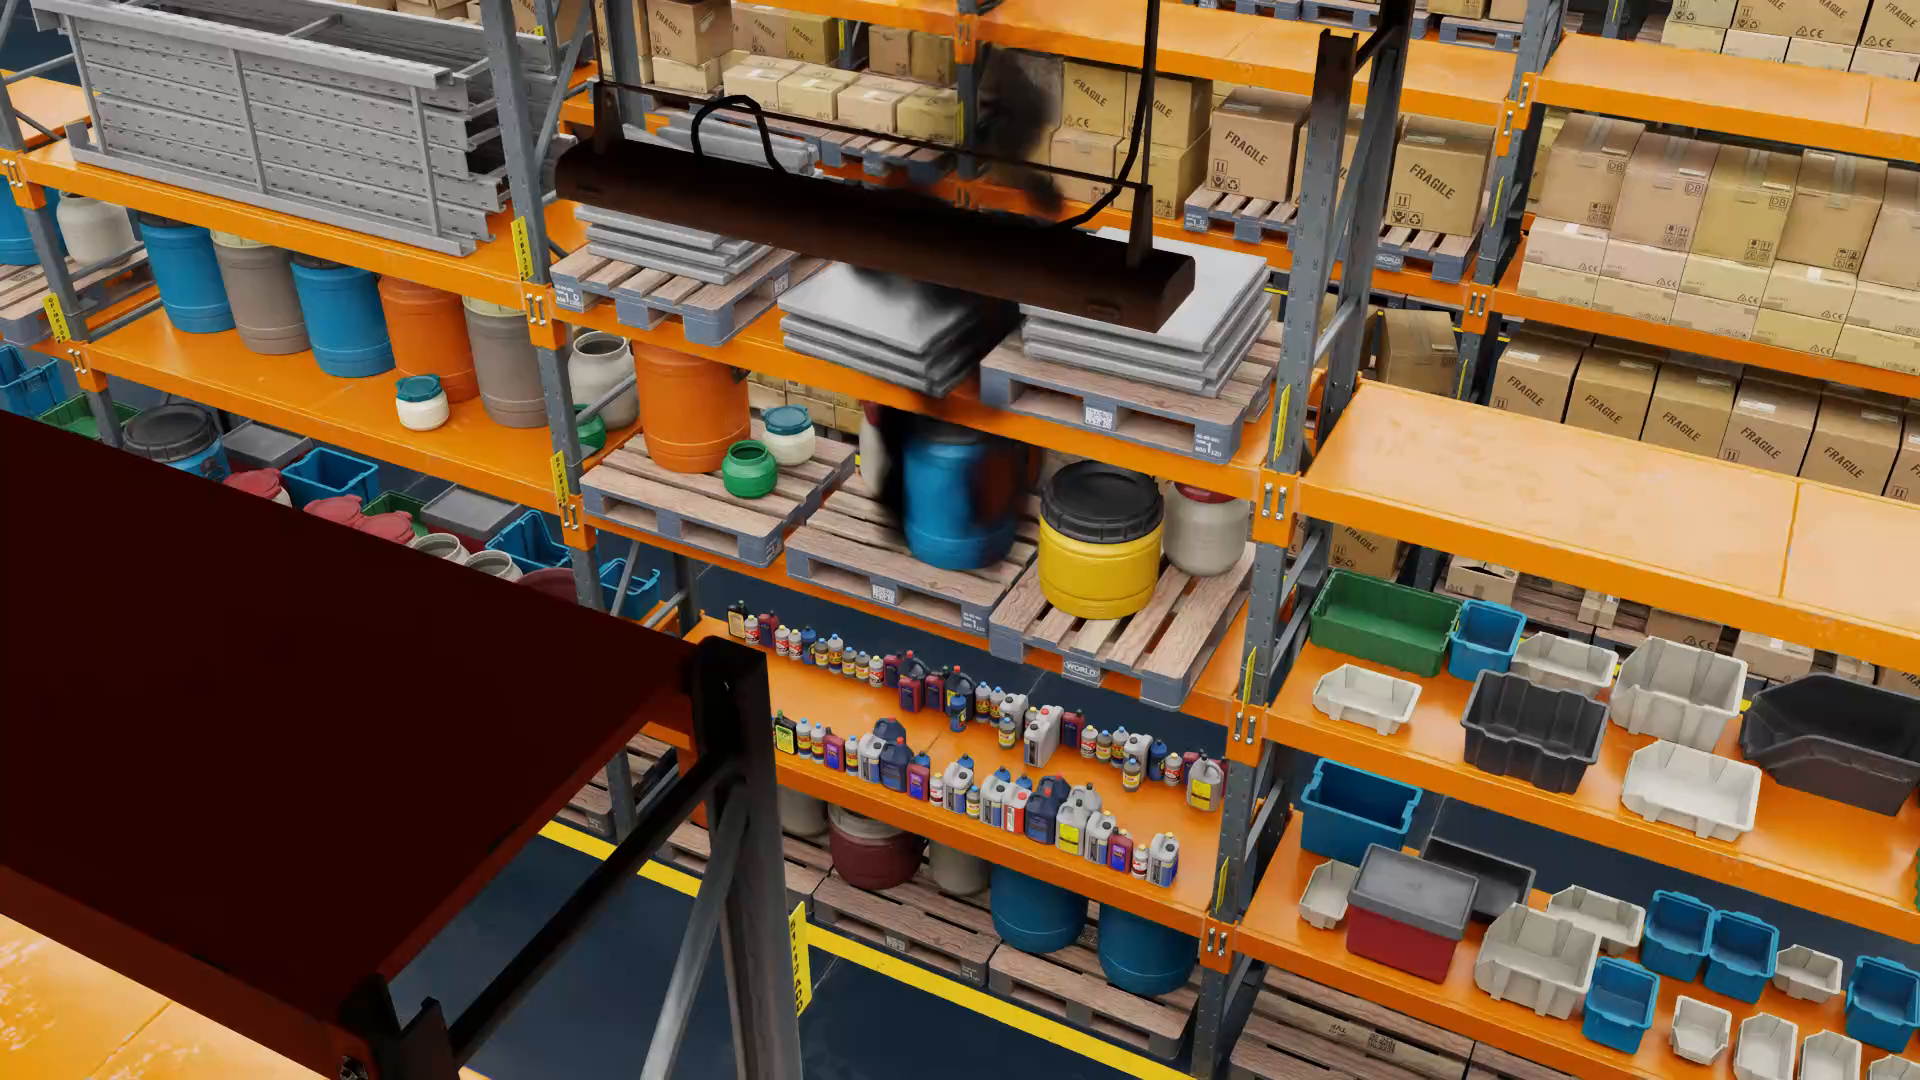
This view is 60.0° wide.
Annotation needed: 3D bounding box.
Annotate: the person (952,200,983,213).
[{"bbox_3d":[0.129,-2.650,16.268,0.929,1.594,0.557,15,38,21],"label":"person"}]
